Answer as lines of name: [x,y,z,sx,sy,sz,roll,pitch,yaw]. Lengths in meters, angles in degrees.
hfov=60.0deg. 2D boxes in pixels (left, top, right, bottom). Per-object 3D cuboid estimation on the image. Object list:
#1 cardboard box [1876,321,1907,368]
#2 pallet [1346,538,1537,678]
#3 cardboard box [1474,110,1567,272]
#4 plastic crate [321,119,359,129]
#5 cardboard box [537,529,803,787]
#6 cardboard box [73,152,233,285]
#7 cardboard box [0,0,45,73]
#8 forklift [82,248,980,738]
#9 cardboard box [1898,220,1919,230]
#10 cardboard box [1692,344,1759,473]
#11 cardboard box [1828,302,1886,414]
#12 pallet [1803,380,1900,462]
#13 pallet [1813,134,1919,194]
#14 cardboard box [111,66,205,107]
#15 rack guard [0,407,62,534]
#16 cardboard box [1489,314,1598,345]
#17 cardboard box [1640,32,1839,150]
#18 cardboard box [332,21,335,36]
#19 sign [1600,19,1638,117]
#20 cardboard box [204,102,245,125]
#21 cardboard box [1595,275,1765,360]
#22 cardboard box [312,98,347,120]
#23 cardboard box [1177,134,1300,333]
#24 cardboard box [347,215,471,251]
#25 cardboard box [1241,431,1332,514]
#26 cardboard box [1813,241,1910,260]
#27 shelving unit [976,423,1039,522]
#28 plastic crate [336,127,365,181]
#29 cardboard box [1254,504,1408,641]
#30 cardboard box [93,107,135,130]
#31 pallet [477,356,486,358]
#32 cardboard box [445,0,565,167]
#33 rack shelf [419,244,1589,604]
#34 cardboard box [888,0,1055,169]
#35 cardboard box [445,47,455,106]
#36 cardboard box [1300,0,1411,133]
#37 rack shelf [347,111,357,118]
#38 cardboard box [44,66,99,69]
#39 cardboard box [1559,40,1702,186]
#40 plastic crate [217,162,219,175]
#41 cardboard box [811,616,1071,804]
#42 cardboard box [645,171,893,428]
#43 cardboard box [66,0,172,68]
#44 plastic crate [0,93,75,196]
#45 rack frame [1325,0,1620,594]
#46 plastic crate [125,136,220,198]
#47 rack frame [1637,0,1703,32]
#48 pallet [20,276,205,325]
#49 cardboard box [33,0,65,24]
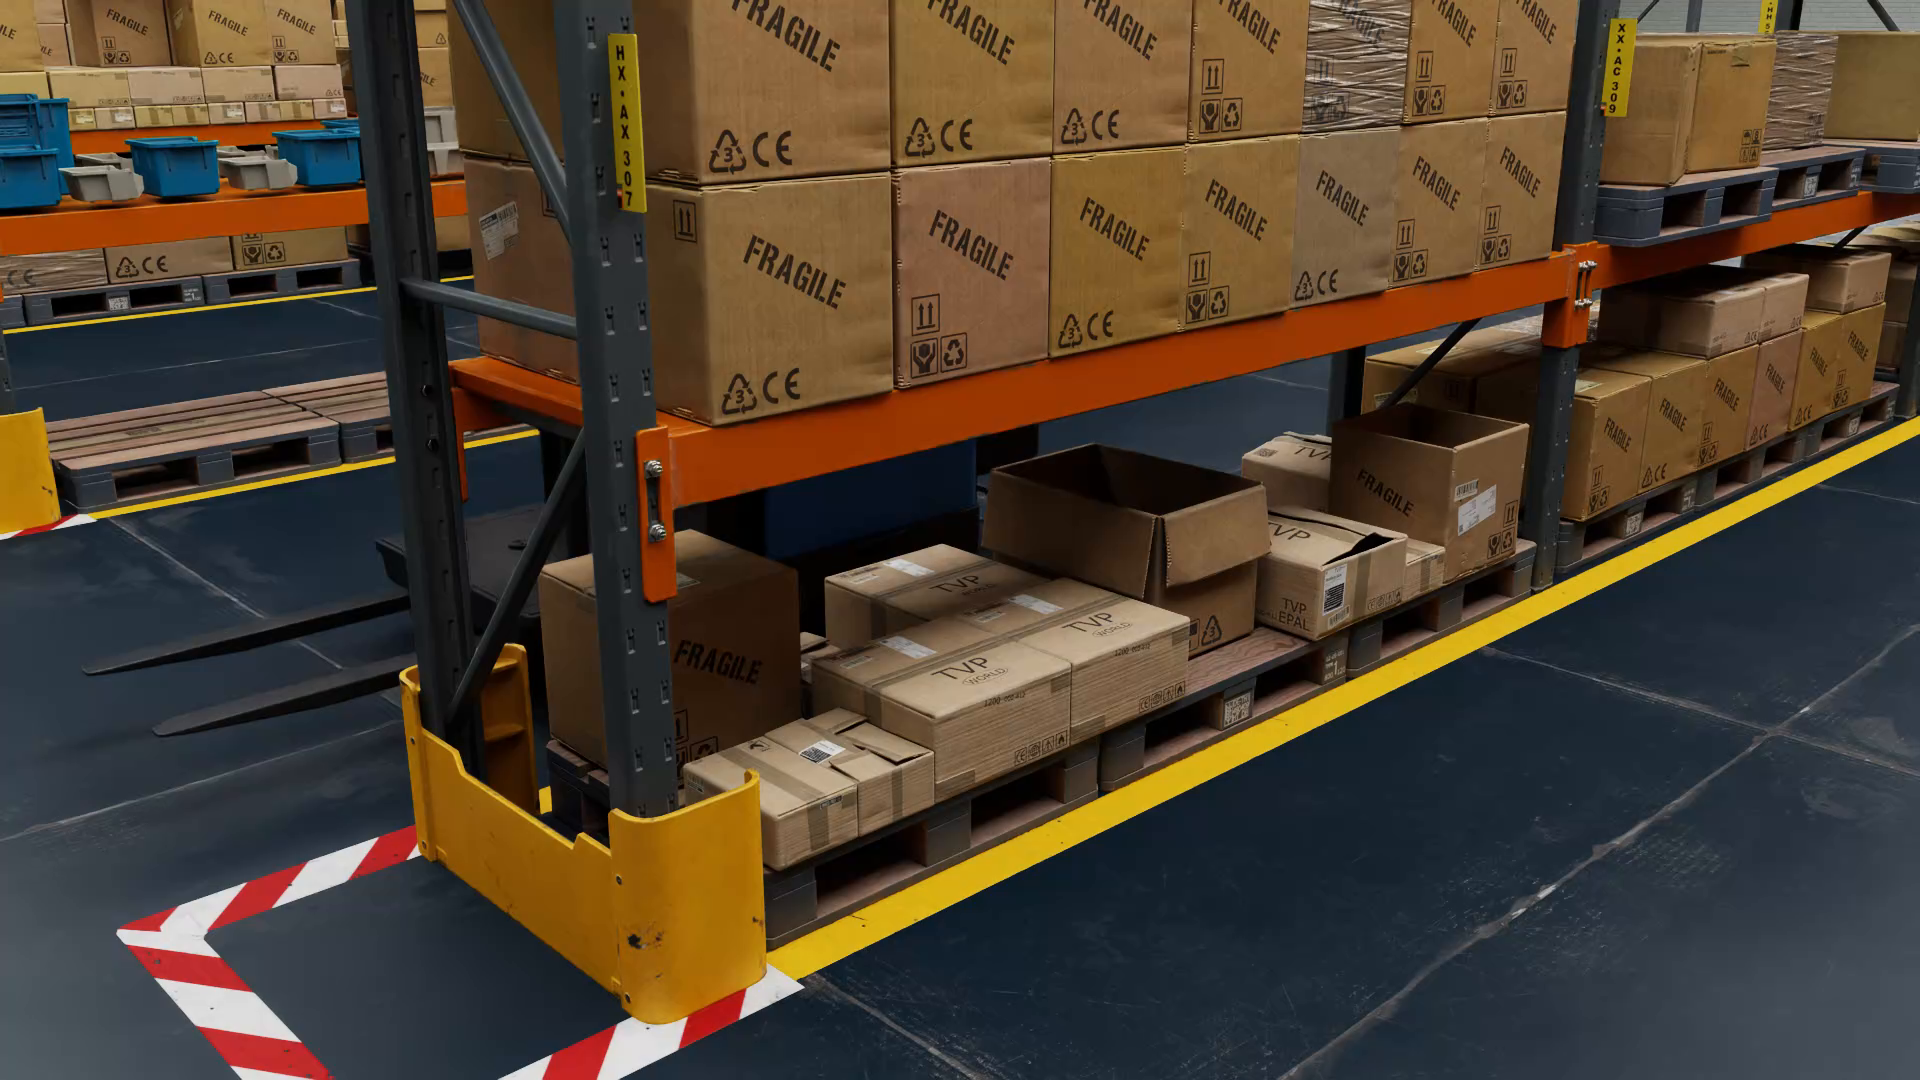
cardboard box: [5.391,-1.130,9.382,0.500,0.250,0.500,-16,24,-41]
pallet: [1.402,0.127,6.252,1.213,0.211,1.003,-16,24,-41]
cardboard box: [1.715,-1.229,5.750,0.500,0.500,0.500,-16,24,-40]
plastic crate: [-3.089,-2.050,8.618,0.300,0.233,0.416,-16,24,-41]
cardboard box: [-0.779,0.312,4.499,0.500,0.500,0.500,-16,24,-41]
cardboard box: [-6.090,-2.442,12.418,0.875,0.875,0.875,-16,24,-41]
cardboard box: [-6.538,-3.403,11.163,0.500,0.500,0.500,-17,25,-42]
forklift: [-1.341,-1.036,5.427,3.031,2.935,1.130,-16,24,-41]
cardboard box: [6.501,-1.952,11.010,0.500,0.311,0.500,17,25,42]
cardboard box: [3.169,-0.633,7.413,0.500,0.500,0.500,-16,24,-40]
cardboard box: [4.290,-0.962,8.428,0.500,0.500,0.500,-15,23,-39]
pallet: [4.240,-0.716,8.852,1.213,0.211,1.003,-16,24,-41]
pallet: [4.364,-1.942,8.422,1.003,0.211,1.213,-16,24,-41]
cardboard box: [-5.787,-3.265,11.953,0.500,0.250,0.500,-16,24,-40]
rack guard: [-4.414,-0.411,7.442,0.348,0.500,1.175,-16,24,-41]
cardboard box: [2.793,-0.743,7.753,0.500,0.500,0.500,-16,24,-40]
cardboard box: [3.632,-2.130,7.848,0.500,0.500,0.700,-11,21,-31]
cardboard box: [-6.695,-5.317,17.281,0.250,0.149,0.380,-15,23,-39]
sign: [2.280,-1.637,5.766,0.005,0.325,0.100,-16,24,-41]
cardboard box: [-5.458,-3.145,12.228,0.250,0.149,0.380,-16,24,-40]
cardboard box: [3.147,-0.982,7.273,0.500,0.250,0.500,-16,24,-41]
cardboard box: [-4.898,-3.308,12.732,0.250,0.149,0.380,-16,24,-41]
cardboard box: [0.601,-0.902,4.740,0.500,0.500,0.500,-16,24,-40]
cardboard box: [-4.450,-2.895,13.814,0.875,0.875,1.225,-16,24,-41]
cardboard box: [1.448,-0.235,6.492,0.500,0.311,0.500,-16,24,-41]
cardboard box: [5.393,-1.629,10.013,0.500,0.311,0.500,-17,24,-42]
shelving unit: [0.005,-1.000,6.665,0.503,2.100,0.431,-16,24,-41]
plastic crate: [-2.825,-1.878,8.089,0.300,0.233,0.416,-16,24,-41]
cardboard box: [1.138,0.068,5.558,0.500,0.311,0.500,-16,24,-41]
cardboard box: [-6.017,-2.982,11.727,0.250,0.149,0.380,-16,24,-40]
pallet: [-2.006,-0.965,9.618,1.213,0.211,1.003,-16,24,-41]
cardboard box: [-0.870,-1.177,3.967,0.500,0.500,0.500,-17,24,-41]
rack shelf: [0.449,-0.579,5.073,4.000,0.370,1.077,-16,24,-41]
cardboard box: [-0.126,-1.168,3.940,0.500,0.500,0.500,-16,24,-40]
cardboard box: [-4.031,-3.762,13.561,0.500,0.500,0.500,-16,24,-41]
cardboard box: [0.976,-1.487,4.925,0.500,0.500,0.500,-16,24,-40]
rack shelf: [-3.448,-3.647,14.537,4.000,0.370,1.077,-16,24,-41]
cardboard box: [-6.524,-3.277,11.990,0.500,0.250,0.500,-16,24,-41]
cardboard box: [2.400,-1.643,6.344,0.700,0.500,0.500,9,20,26]
plastic crate: [-3.716,-1.783,7.951,0.243,0.136,0.396,-16,24,-41]
cardboard box: [-0.051,0.444,4.498,0.500,0.250,0.500,-16,24,-41]
cardboard box: [-0.501,-0.580,3.748,0.500,0.500,0.500,-16,24,-40]
cardboard box: [-6.163,-3.735,12.185,0.500,0.500,0.500,17,25,42]
plastic crate: [-4.290,-1.766,7.415,0.499,0.435,0.616,-16,24,-41]
rack frame: [1.902,-1.345,6.270,0.127,3.000,1.000,-16,24,-41]
plastic crate: [-3.521,-1.675,7.462,0.300,0.233,0.416,-16,24,-41]
rack frame: [7.221,-4.999,17.538,0.127,3.000,1.000,-16,24,-41]
pallet: [-6.394,-1.836,12.305,1.213,0.211,1.003,-16,24,-41]
cardboard box: [-8.763,-5.093,15.562,0.500,0.500,0.500,17,25,42]
